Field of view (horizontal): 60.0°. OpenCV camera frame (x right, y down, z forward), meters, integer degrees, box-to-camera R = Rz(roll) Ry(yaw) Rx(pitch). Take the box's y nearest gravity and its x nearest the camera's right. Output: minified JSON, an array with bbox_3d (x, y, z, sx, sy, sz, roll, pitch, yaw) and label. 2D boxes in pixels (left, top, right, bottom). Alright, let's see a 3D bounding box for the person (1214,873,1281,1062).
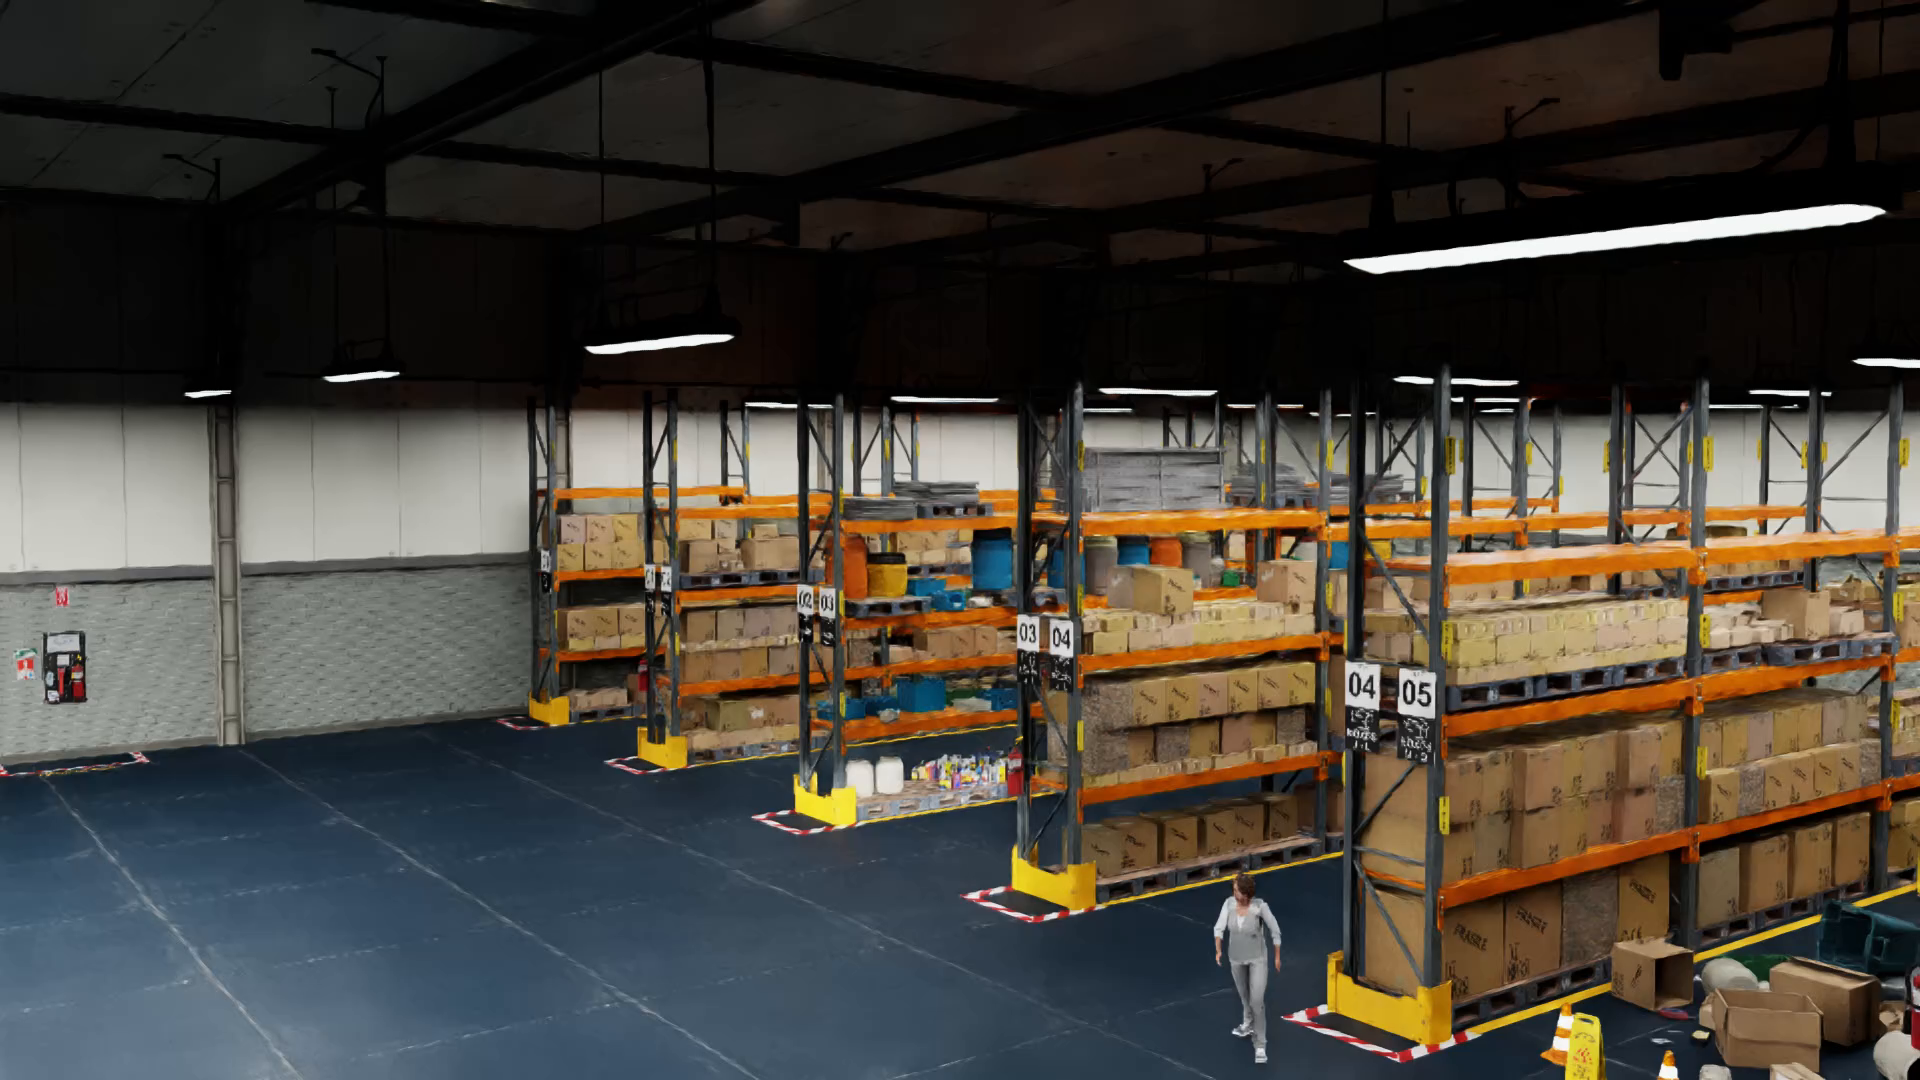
[{"bbox_3d":[2.467,3.553,14.101,0.568,1.528,0.780,2,4,35],"label":"person"}]
